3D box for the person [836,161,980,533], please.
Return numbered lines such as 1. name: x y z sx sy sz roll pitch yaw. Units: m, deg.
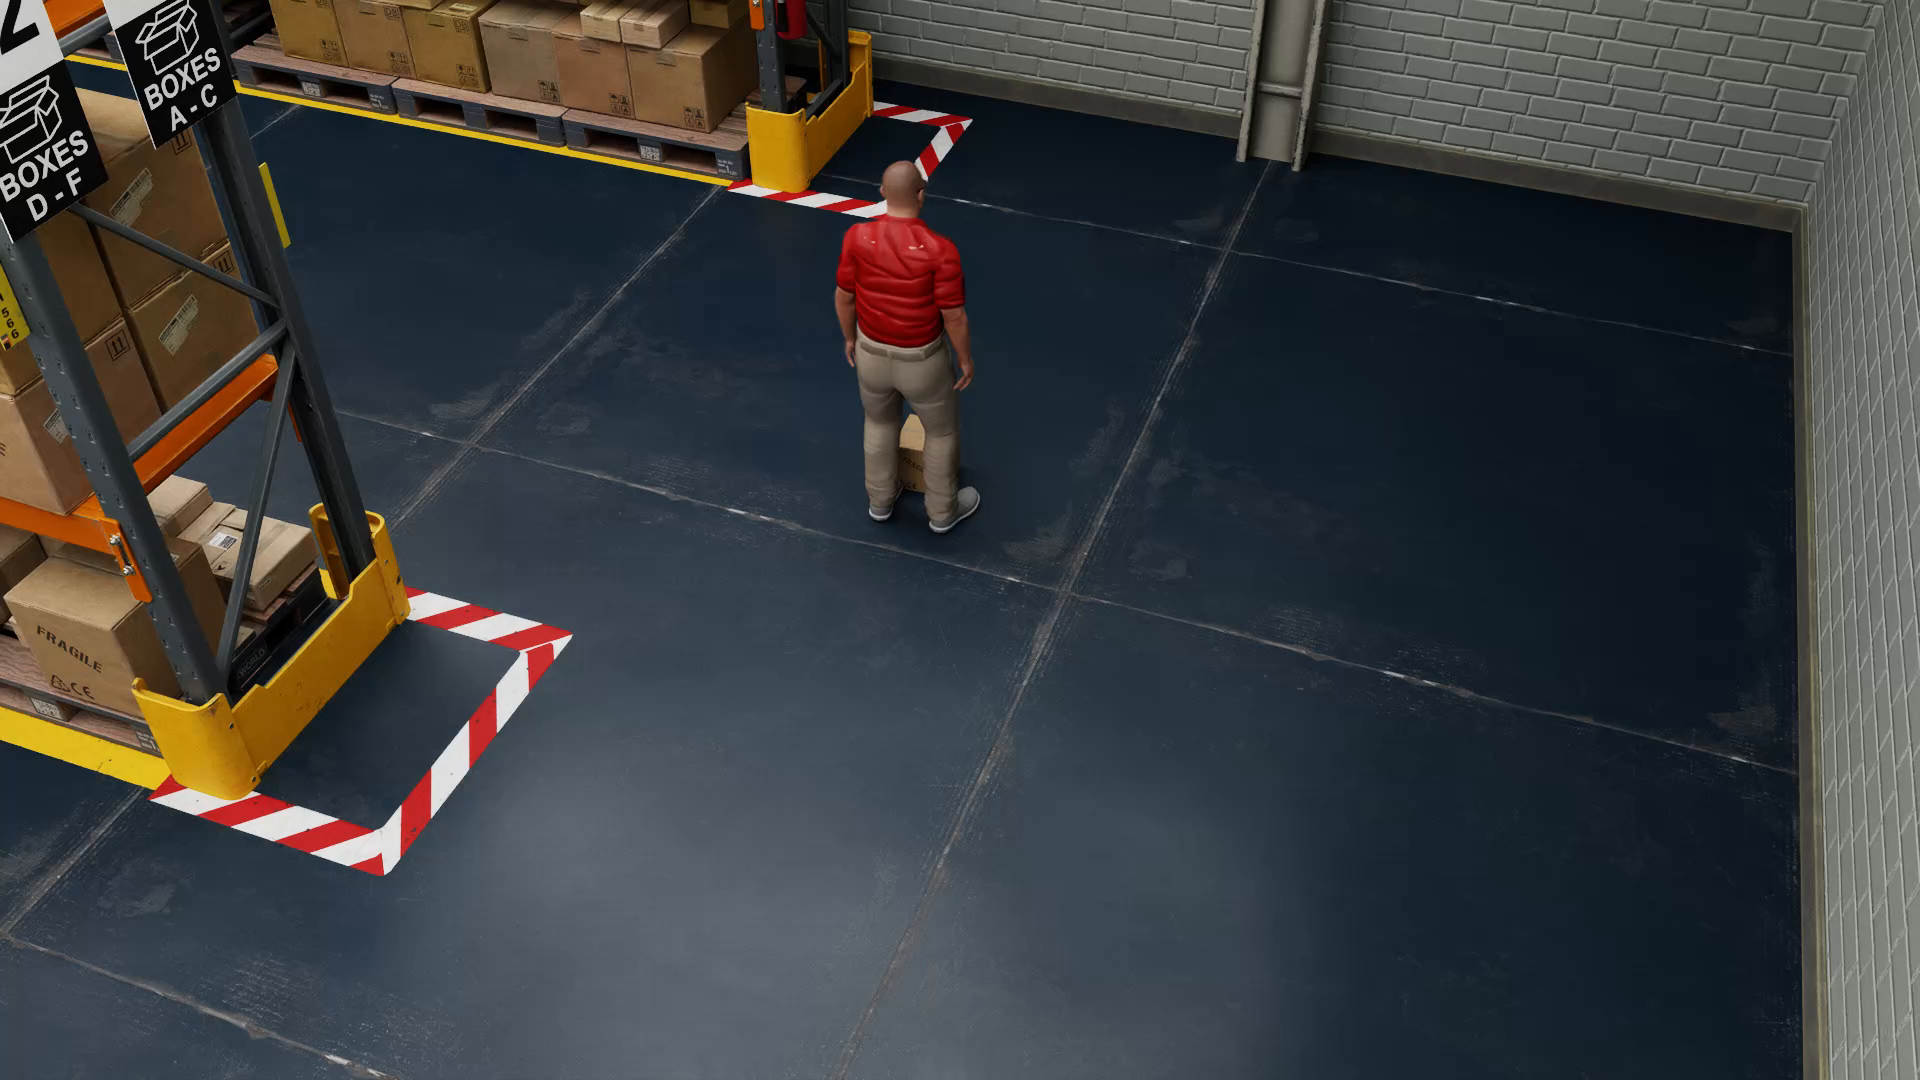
1. person: -0.227 -0.791 7.072 0.587 1.726 0.389 13 43 15
